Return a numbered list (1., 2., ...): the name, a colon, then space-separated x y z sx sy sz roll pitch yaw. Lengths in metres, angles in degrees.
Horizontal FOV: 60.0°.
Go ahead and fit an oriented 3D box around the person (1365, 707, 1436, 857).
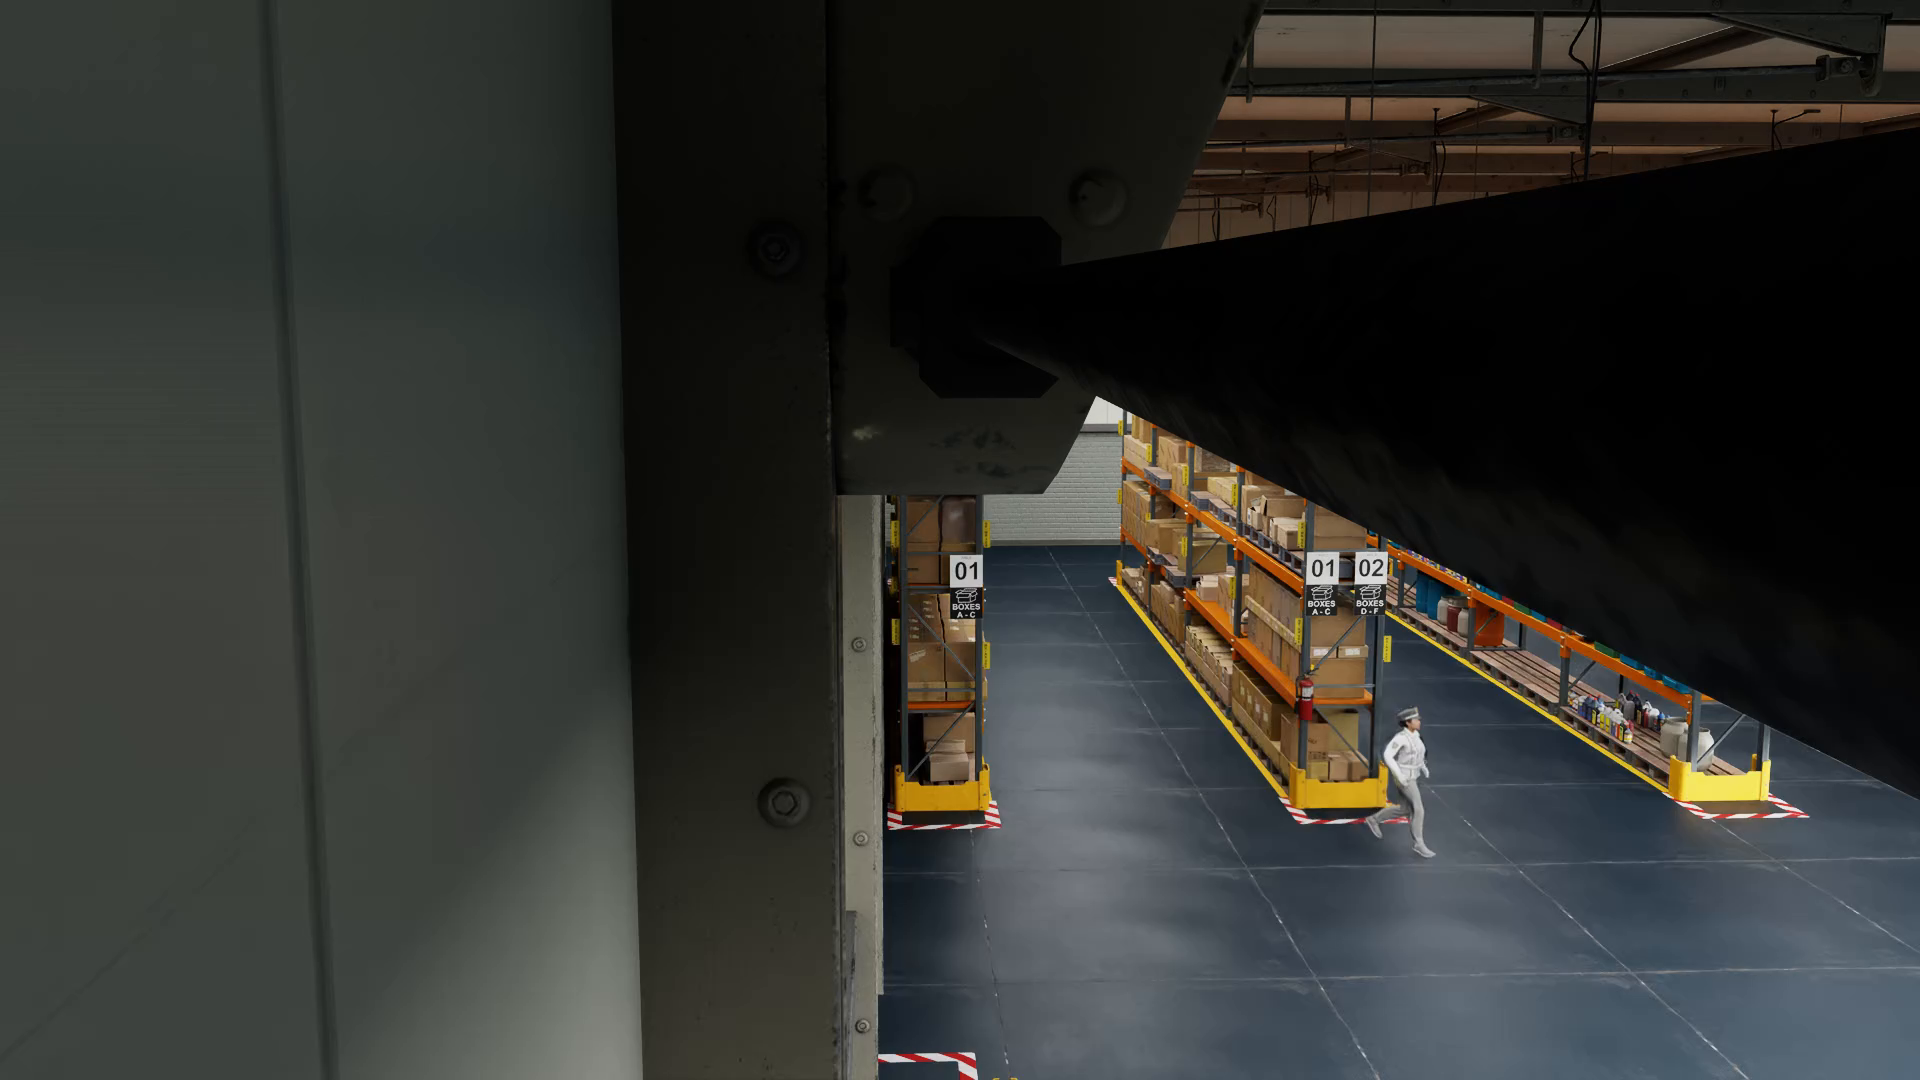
1. person: 5.080 2.719 18.988 0.802 1.684 0.639 5 10 31
